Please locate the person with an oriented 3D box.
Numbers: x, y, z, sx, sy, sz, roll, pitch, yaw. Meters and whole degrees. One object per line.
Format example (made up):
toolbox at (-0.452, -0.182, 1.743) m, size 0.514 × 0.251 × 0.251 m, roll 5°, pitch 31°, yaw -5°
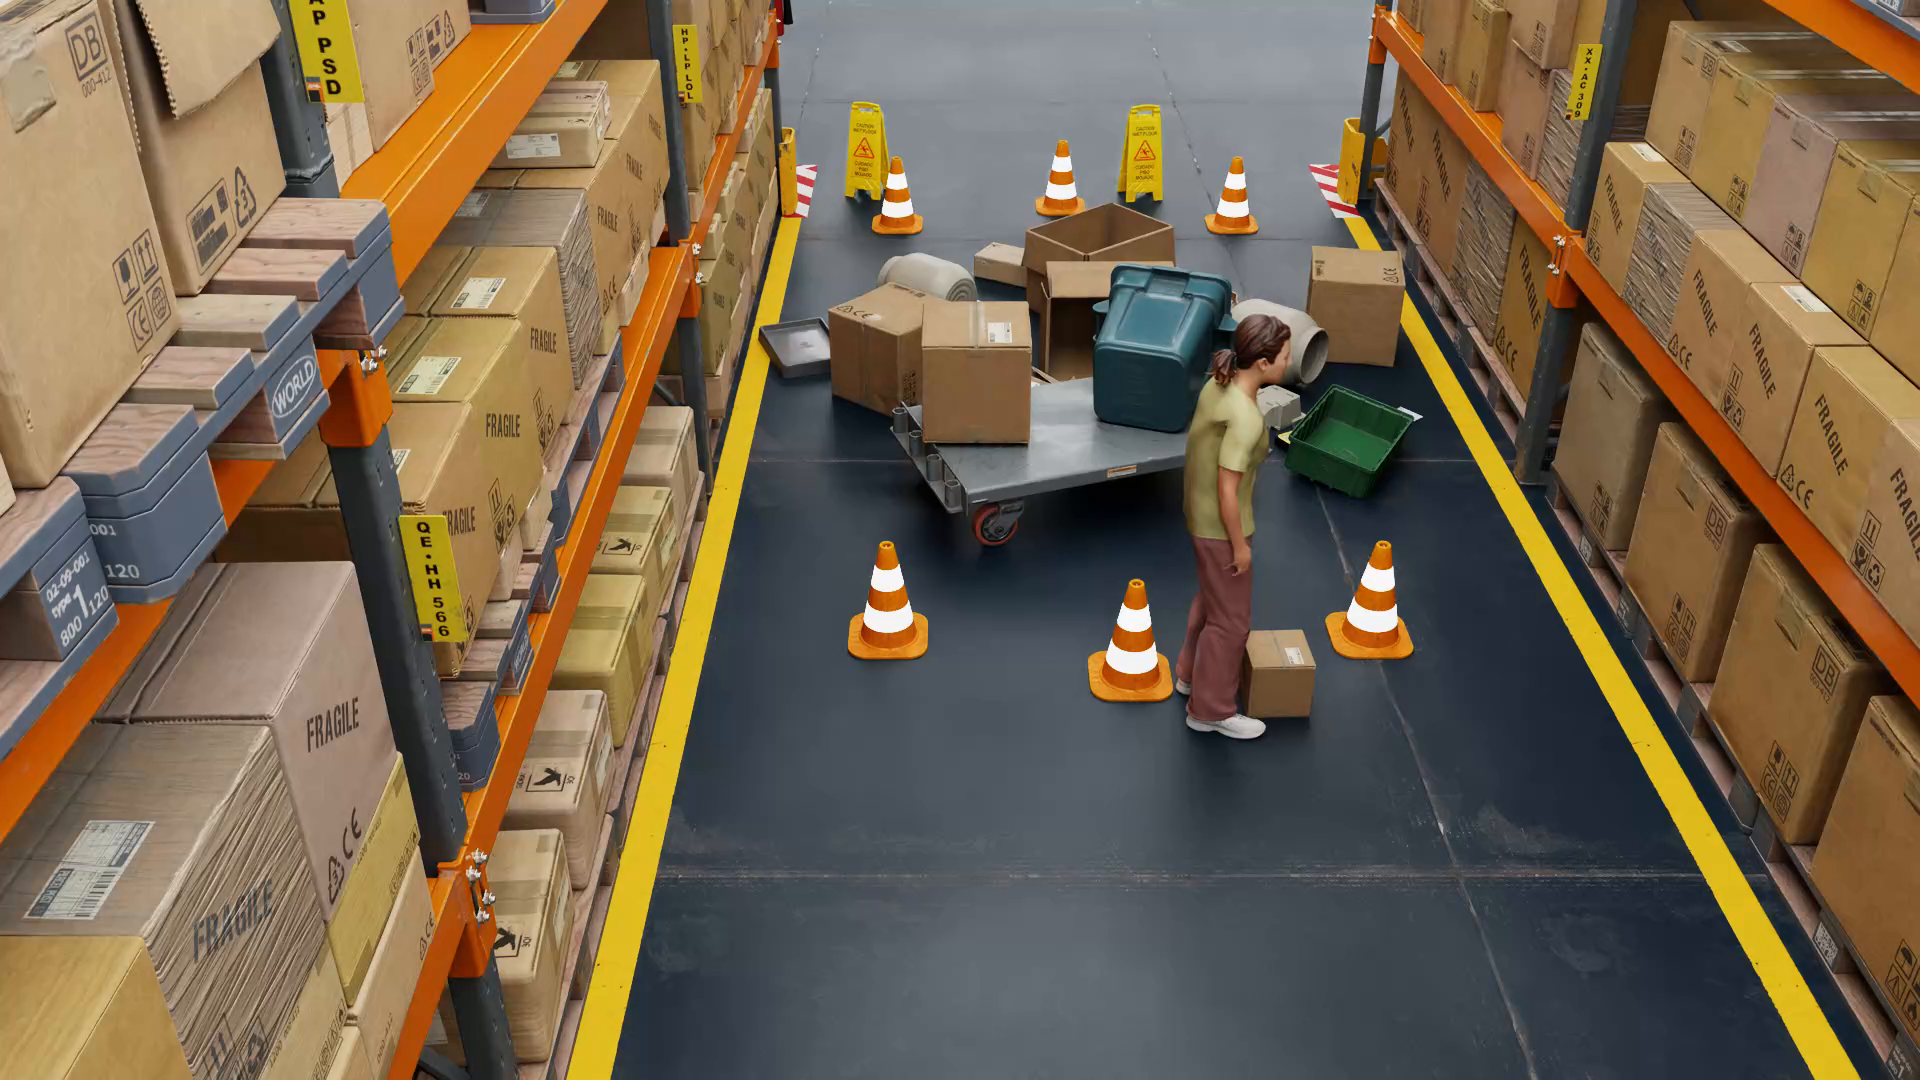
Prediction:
person at (1.009, -0.062, 6.237) m, size 0.354 × 1.672 × 0.506 m, roll -1°, pitch 32°, yaw -1°
